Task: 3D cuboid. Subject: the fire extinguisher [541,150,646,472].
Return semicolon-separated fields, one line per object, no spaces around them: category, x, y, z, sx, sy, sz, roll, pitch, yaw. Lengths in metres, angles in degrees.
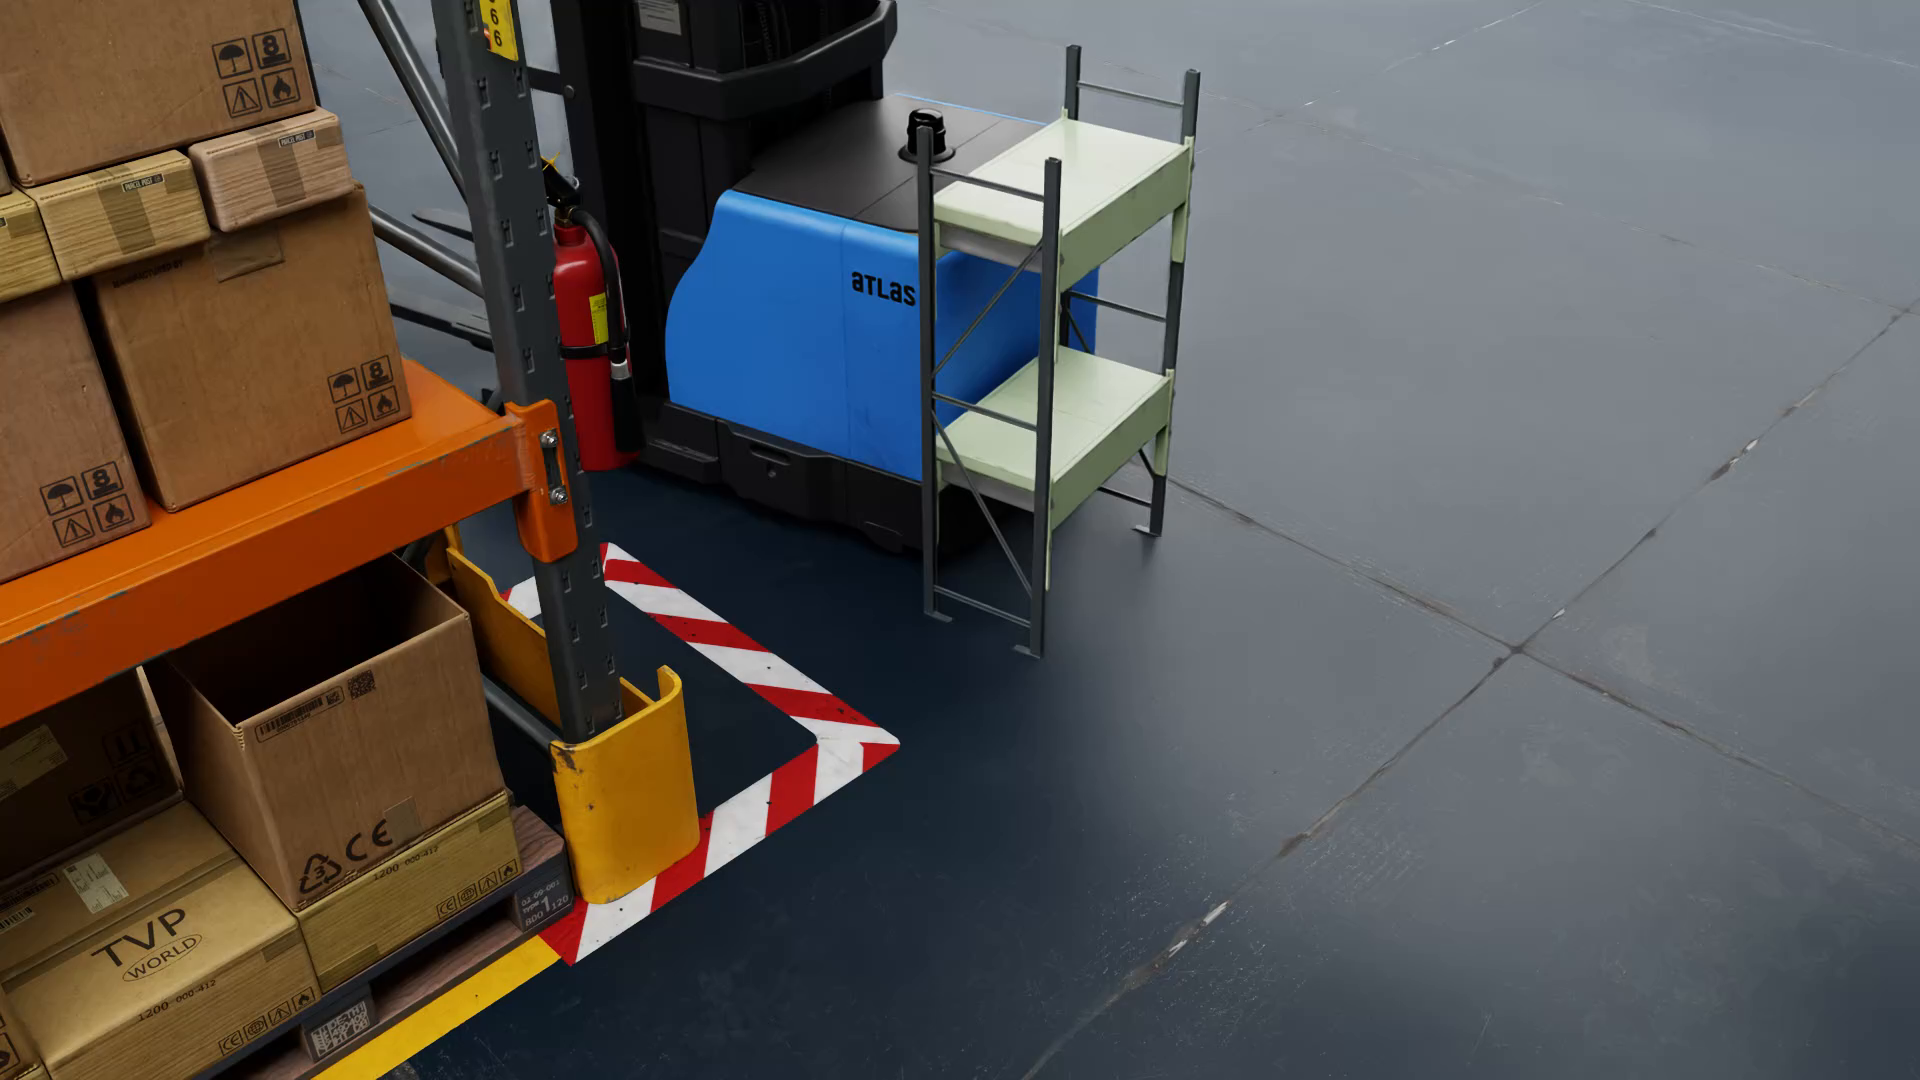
fire extinguisher;-0.764;-0.463;3.360;0.296;0.674;0.183;30;45;35

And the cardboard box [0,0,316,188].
cardboard box;-1.552;-1.002;2.843;0.500;0.500;0.700;-30;45;-35

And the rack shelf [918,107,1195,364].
rack shelf;0.267;-0.833;4.451;0.431;0.370;0.720;20;40;27

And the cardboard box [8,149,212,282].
cardboard box;-1.494;-0.603;2.838;0.250;0.149;0.380;-29;44;-35

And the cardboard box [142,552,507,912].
cardboard box;-1.344;0.351;3.505;0.500;0.500;0.500;30;45;35

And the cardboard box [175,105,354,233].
cardboard box;-1.311;-0.710;2.991;0.380;0.149;0.250;29;44;35

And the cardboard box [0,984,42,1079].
cardboard box;-2.038;0.763;2.915;0.500;0.500;0.500;30;45;35

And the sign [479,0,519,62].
sign;-0.802;-0.982;2.817;0.100;0.325;0.005;30;45;35

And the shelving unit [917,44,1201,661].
shelving unit;0.267;-0.513;4.675;0.431;1.500;0.755;20;40;27

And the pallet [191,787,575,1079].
pallet;-1.686;0.837;3.866;1.003;0.211;1.213;30;45;35

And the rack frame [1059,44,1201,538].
rack frame;0.467;-0.688;4.926;0.400;1.500;0.023;20;40;27

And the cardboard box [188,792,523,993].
cardboard box;-1.345;0.658;3.721;0.500;0.250;0.500;30;45;35

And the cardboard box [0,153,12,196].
cardboard box;-1.919;-0.786;2.533;0.700;0.500;0.500;28;44;34

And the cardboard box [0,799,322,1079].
cardboard box;-1.689;0.866;3.423;0.500;0.250;0.500;30;45;35

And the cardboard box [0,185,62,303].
cardboard box;-1.675;-0.499;2.689;0.380;0.149;0.250;29;44;35

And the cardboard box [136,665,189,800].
cardboard box;-1.713;0.449;4.020;0.500;0.250;0.500;30;45;35

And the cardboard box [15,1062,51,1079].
cardboard box;-2.040;1.069;3.131;0.500;0.250;0.500;30;45;35

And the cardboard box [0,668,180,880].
cardboard box;-2.064;0.345;3.514;0.500;0.500;0.500;30;45;35

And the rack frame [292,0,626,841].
rack frame;-1.177;-0.634;3.538;1.000;3.000;0.127;30;45;35

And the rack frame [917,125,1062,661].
rack frame;0.067;-0.338;4.423;0.400;1.500;0.023;20;40;27

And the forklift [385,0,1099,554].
forklift;-1.064;-1.774;5.231;3.031;2.935;1.130;18;39;24

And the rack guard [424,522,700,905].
rack guard;-1.160;0.381;4.267;1.175;0.500;0.348;30;45;35

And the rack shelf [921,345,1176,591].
rack shelf;0.267;-0.246;4.861;0.431;0.370;0.720;20;40;27

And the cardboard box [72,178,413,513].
cardboard box;-1.515;-0.491;3.245;0.700;0.500;0.500;30;45;35

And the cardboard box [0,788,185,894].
cardboard box;-2.062;0.654;3.727;0.500;0.250;0.500;30;45;35

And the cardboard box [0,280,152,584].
cardboard box;-1.882;-0.276;2.936;0.500;0.500;0.700;-29;44;-35

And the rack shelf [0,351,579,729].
rack shelf;-2.586;0.473;2.579;1.077;0.370;4.000;30;45;35
